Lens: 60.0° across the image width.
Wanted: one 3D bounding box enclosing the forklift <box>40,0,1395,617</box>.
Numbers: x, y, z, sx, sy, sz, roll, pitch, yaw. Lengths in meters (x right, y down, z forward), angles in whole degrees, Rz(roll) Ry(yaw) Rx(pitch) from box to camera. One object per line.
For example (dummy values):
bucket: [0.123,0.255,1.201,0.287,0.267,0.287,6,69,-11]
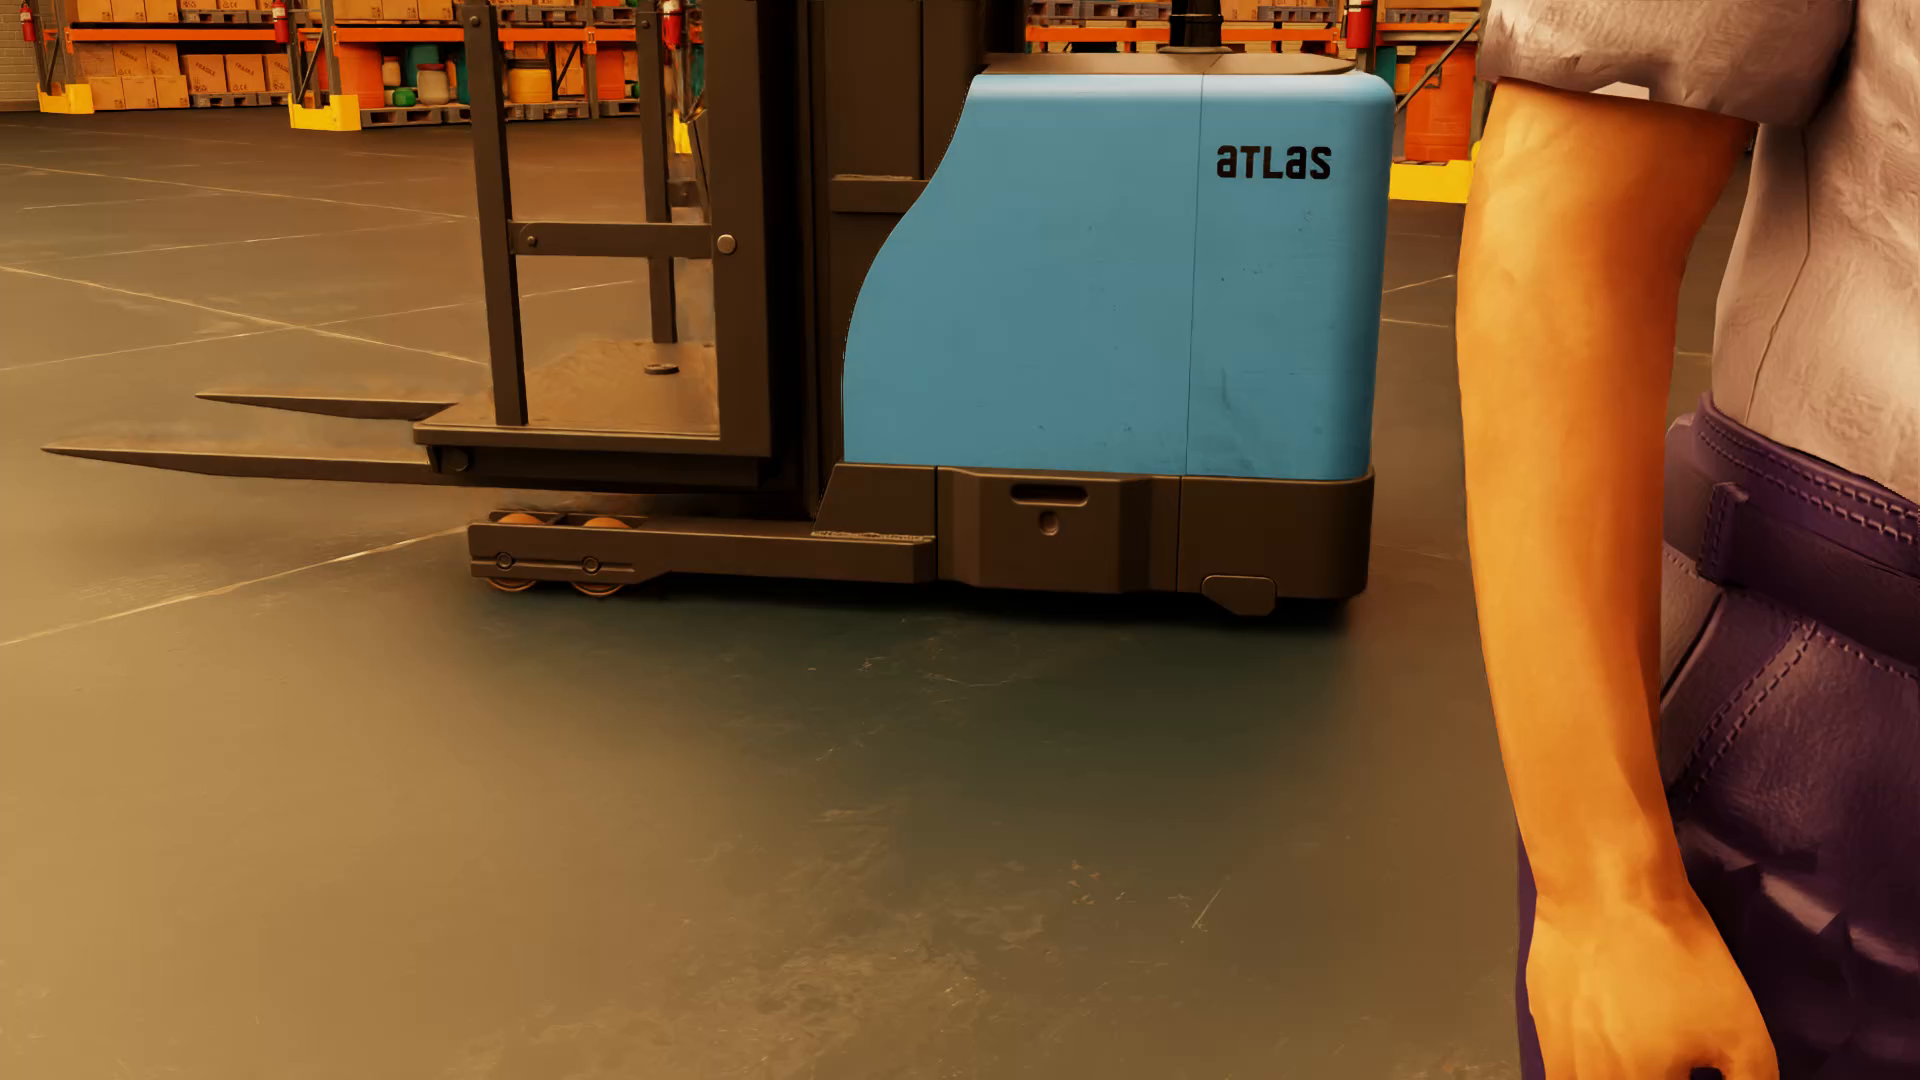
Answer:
forklift: [-0.603,-1.430,3.608,3.031,2.935,1.130,3,17,9]
